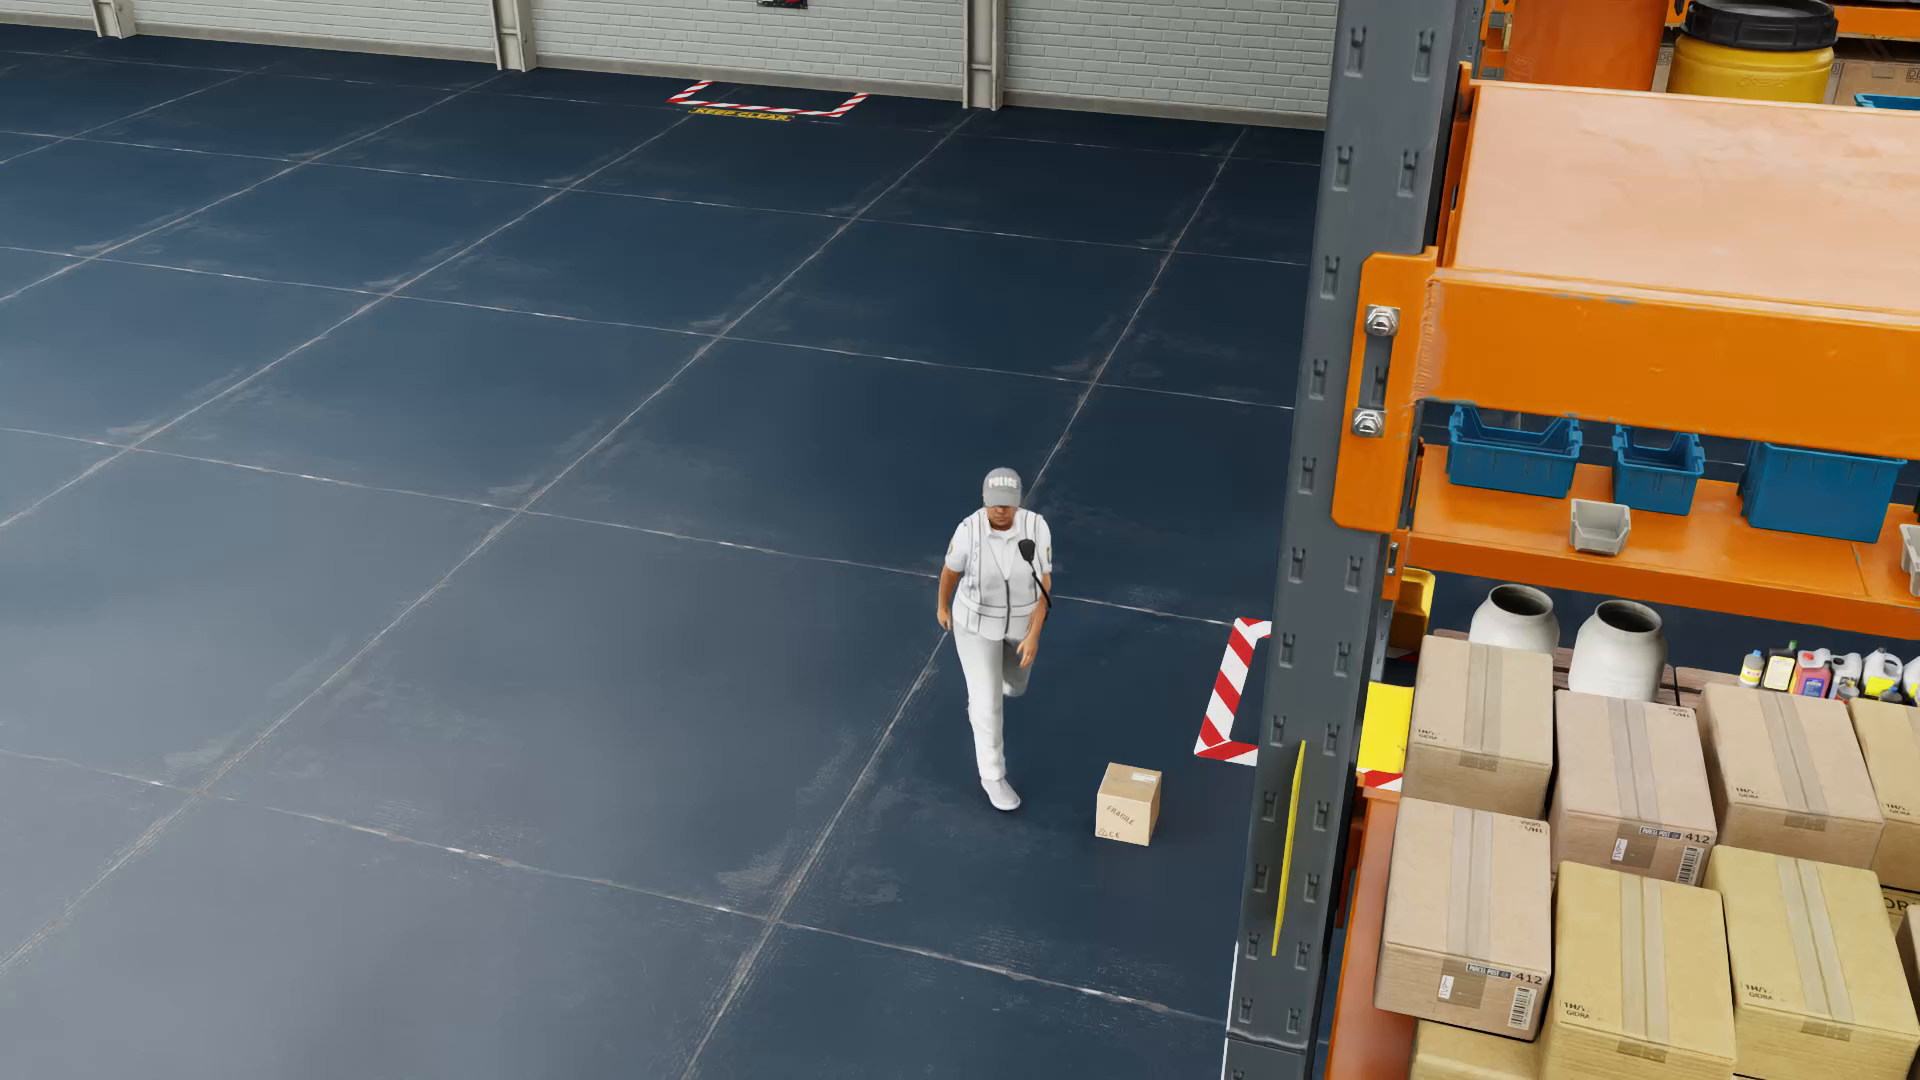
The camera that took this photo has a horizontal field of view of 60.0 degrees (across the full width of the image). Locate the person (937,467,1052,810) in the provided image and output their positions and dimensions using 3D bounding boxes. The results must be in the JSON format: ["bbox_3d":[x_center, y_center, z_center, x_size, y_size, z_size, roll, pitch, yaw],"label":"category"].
[{"bbox_3d":[0.166,0.366,7.857,0.485,1.620,0.922,-6,30,-11],"label":"person"}]
